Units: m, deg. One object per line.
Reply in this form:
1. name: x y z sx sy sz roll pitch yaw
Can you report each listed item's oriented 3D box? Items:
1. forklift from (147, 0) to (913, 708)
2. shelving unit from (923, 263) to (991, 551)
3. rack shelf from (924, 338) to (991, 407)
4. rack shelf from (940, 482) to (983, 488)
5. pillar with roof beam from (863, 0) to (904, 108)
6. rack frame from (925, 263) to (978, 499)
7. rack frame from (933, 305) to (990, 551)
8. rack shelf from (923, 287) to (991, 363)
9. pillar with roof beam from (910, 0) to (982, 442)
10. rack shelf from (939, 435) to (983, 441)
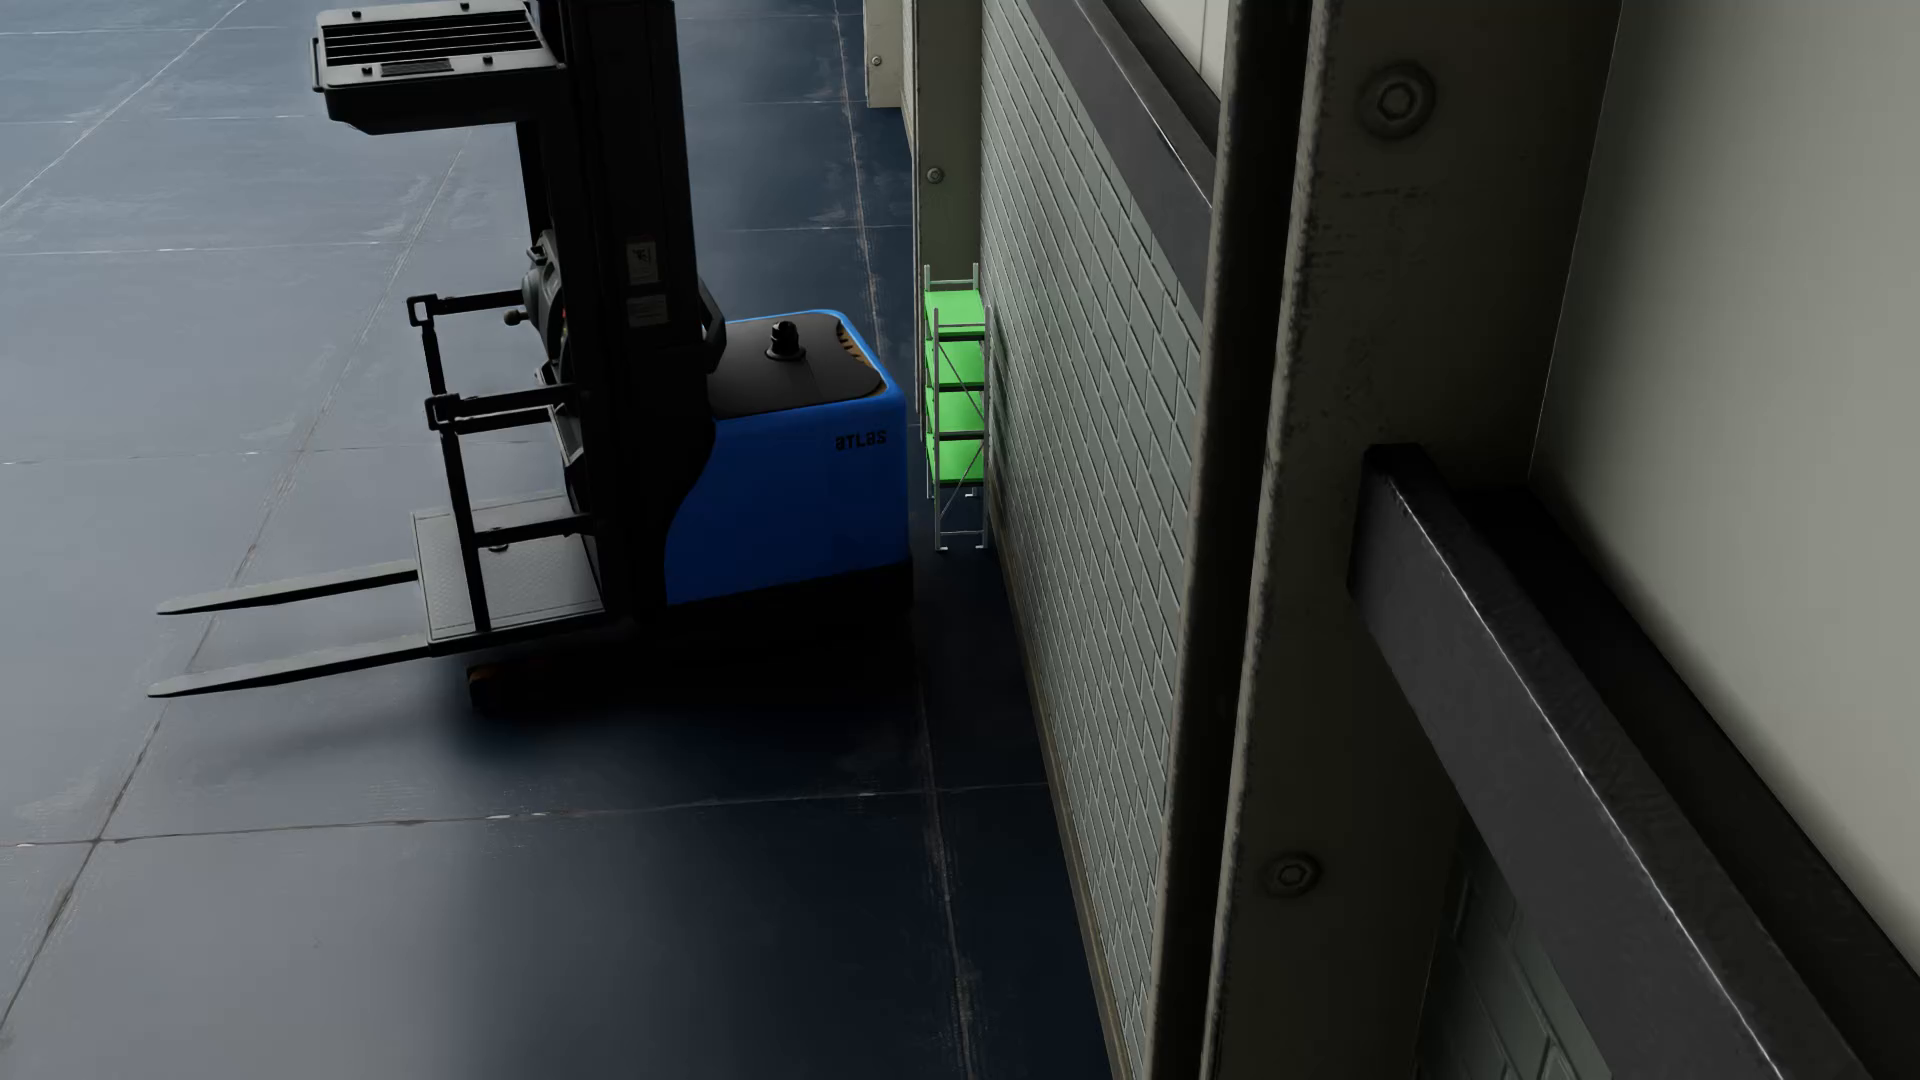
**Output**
1. forklift: -1.774 -0.894 6.389 3.031 2.935 1.130 -10 32 -17
2. shelving unit: -0.015 -0.600 7.584 0.258 1.200 0.503 -3 31 -5
3. rack shelf: -0.016 -0.751 7.494 0.258 0.148 0.480 -3 31 -5
4. rack shelf: -0.015 -0.363 7.725 0.199 0.029 0.442 -3 31 -5
5. pillar with roof beam: -4.911 -7.335 11.255 9.100 9.000 0.400 -3 31 -5
6. rack frame: -0.038 -0.724 7.792 0.240 1.200 0.015 -3 31 -5
7. rack frame: 0.007 -0.475 7.375 0.240 1.200 0.015 -3 31 -5
8. rack shelf: -0.016 -0.957 7.370 0.258 0.148 0.480 -3 31 -5
9. pillar with roof beam: -4.351 -4.272 6.127 9.100 9.000 0.400 -3 31 -5
10. rack shelf: -0.015 -0.569 7.602 0.199 0.029 0.442 -3 31 -5
